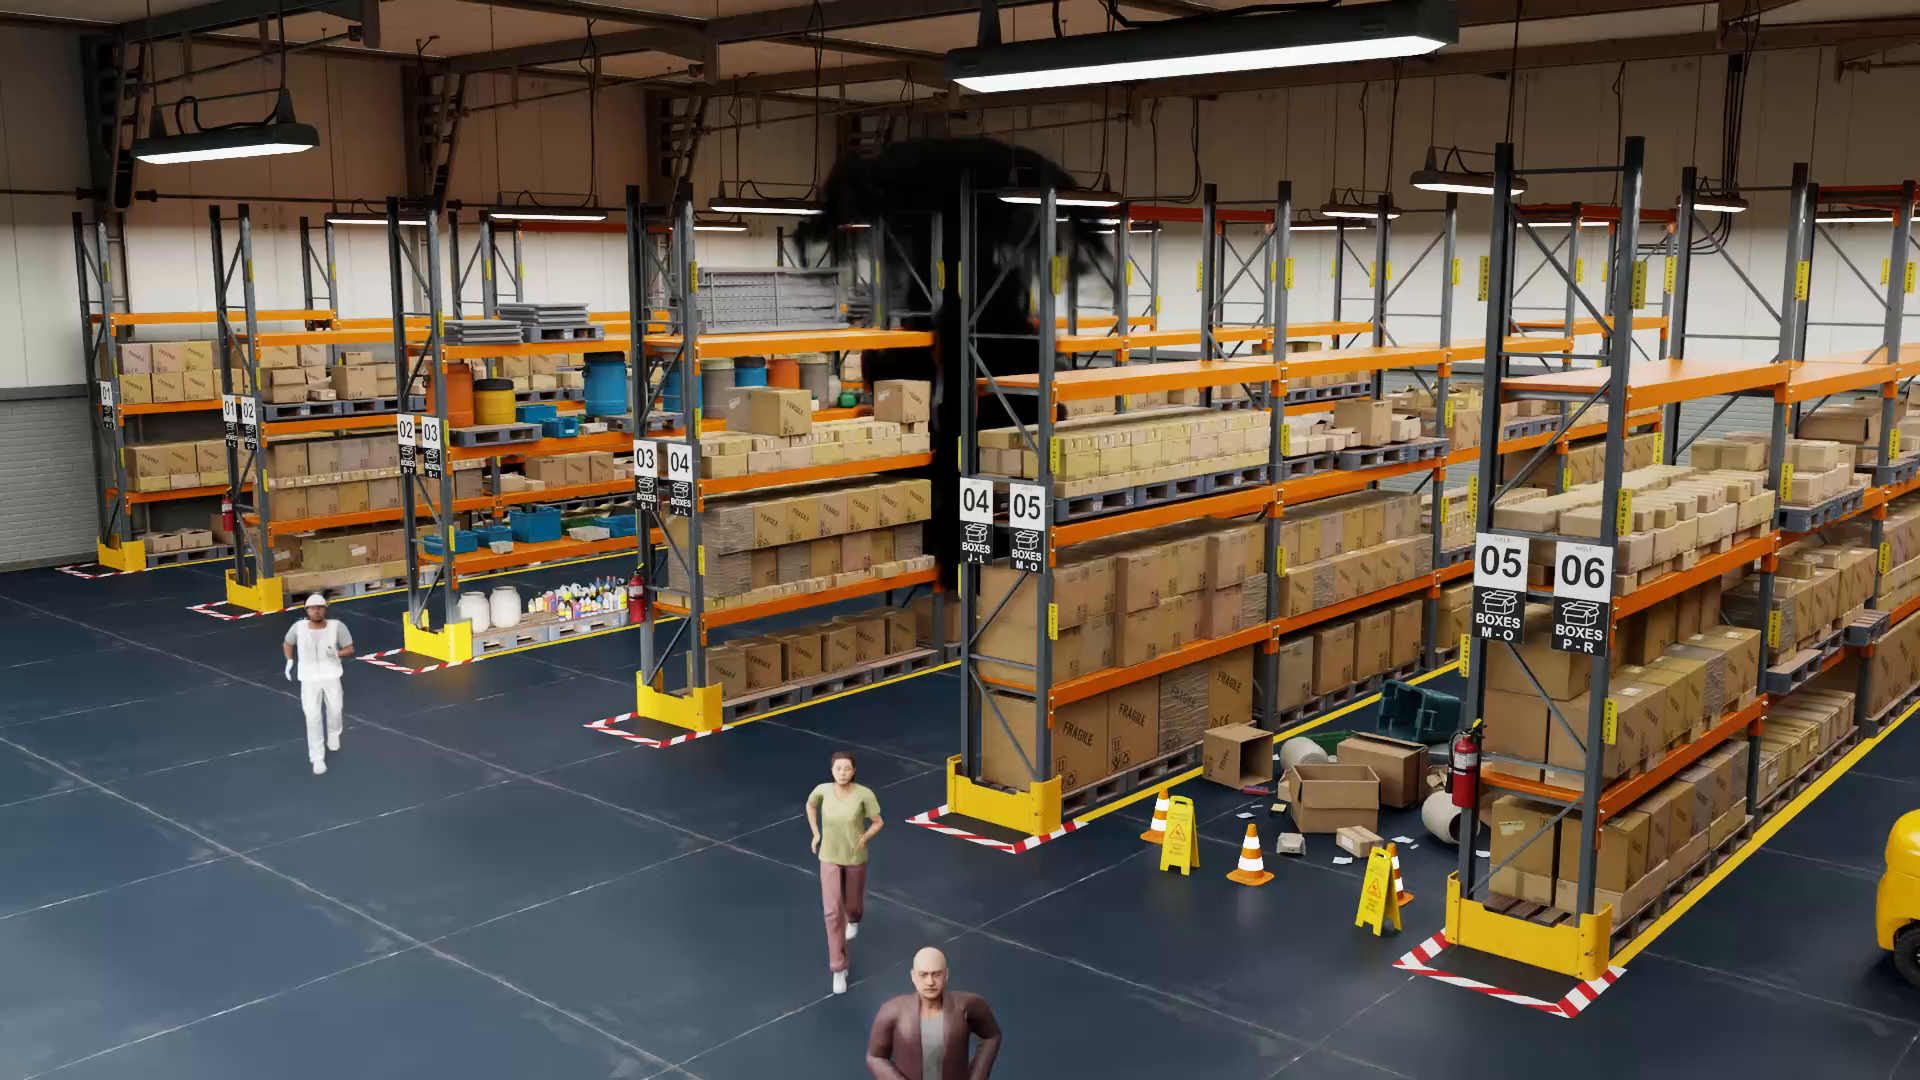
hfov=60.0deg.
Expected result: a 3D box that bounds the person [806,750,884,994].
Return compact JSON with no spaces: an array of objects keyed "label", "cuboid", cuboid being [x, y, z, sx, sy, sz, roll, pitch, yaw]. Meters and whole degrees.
[{"label":"person","cuboid":[-0.847,2.351,12.180,0.578,1.667,0.939,0,9,0]}]

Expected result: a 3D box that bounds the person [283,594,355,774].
[{"label":"person","cuboid":[-6.589,1.429,17.144,0.685,1.765,1.003,-4,10,-21]}]

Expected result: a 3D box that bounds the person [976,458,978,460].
[{"label":"person","cuboid":[0.327,-1.470,34.808,0.630,1.838,0.855,4,10,23]}]

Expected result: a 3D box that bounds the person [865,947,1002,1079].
[{"label":"person","cuboid":[-0.134,2.939,8.389,0.697,1.729,0.639,0,9,0]}]
